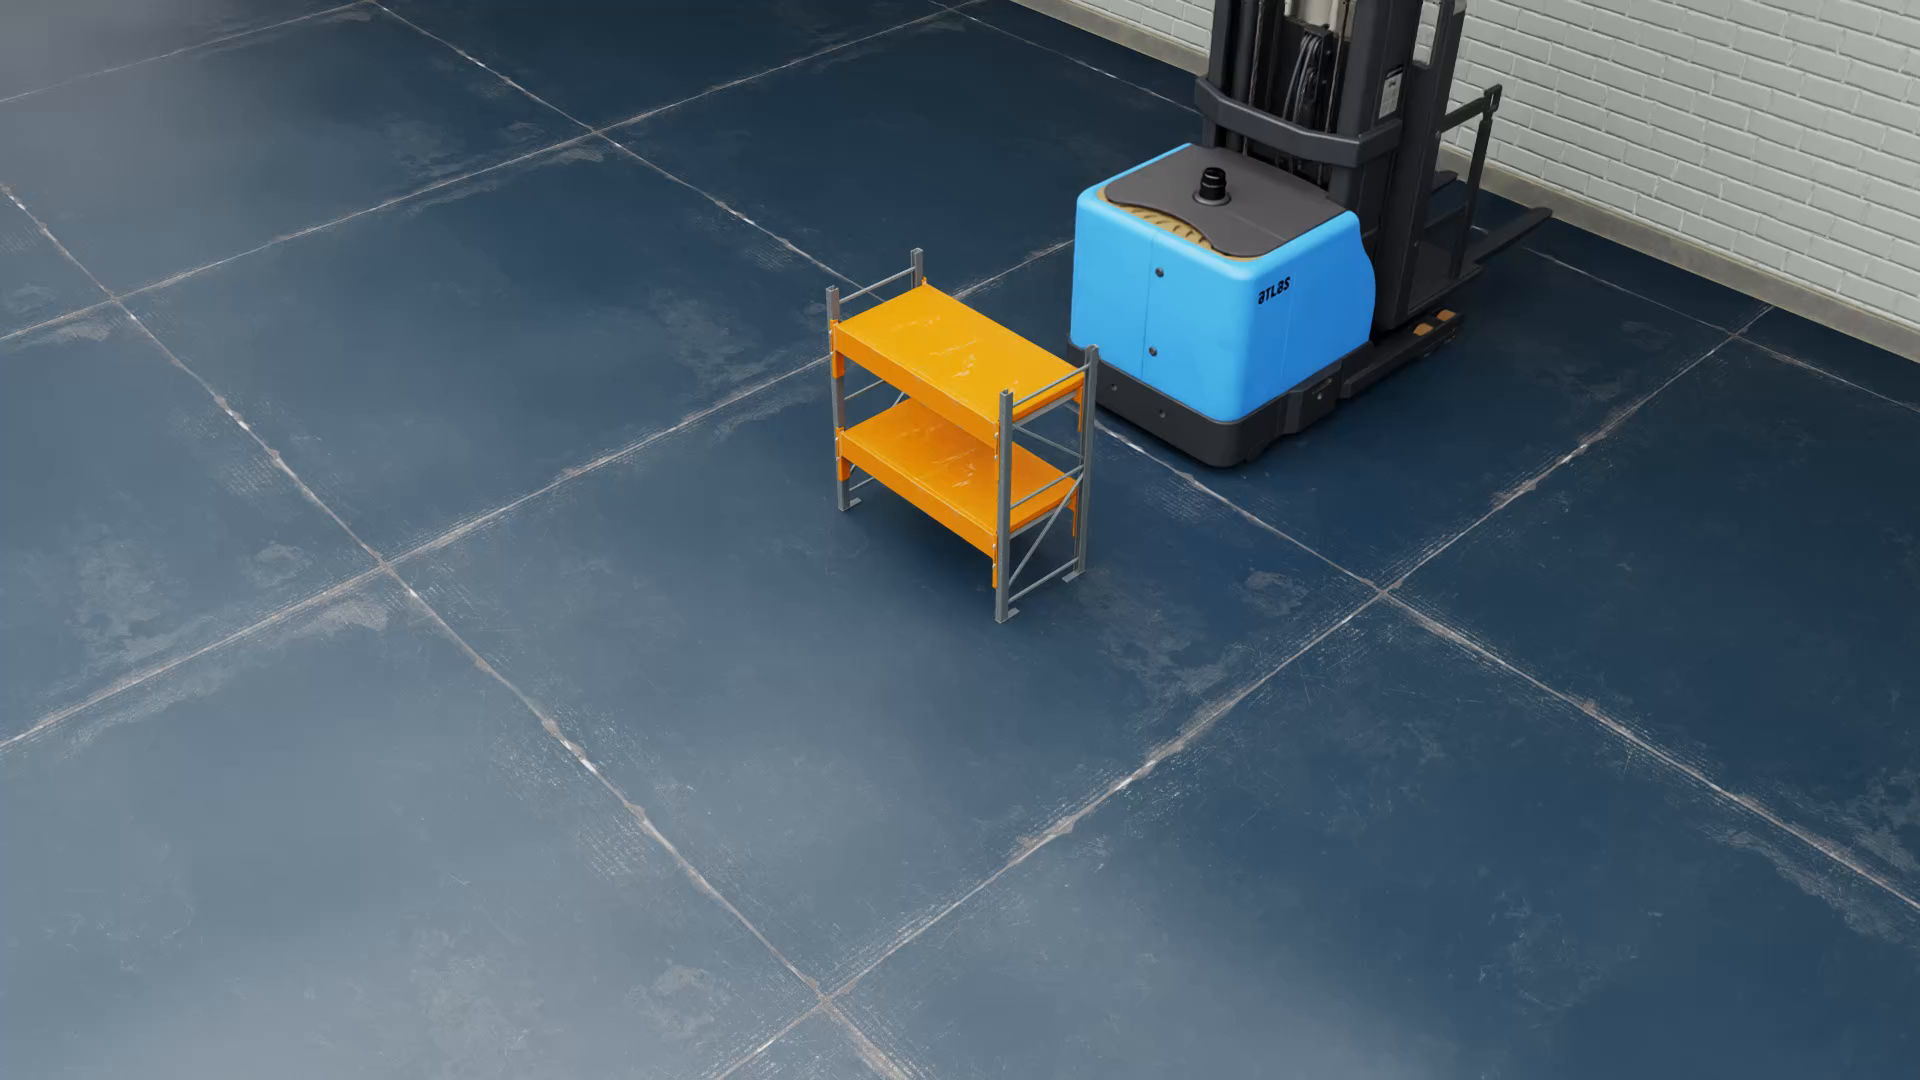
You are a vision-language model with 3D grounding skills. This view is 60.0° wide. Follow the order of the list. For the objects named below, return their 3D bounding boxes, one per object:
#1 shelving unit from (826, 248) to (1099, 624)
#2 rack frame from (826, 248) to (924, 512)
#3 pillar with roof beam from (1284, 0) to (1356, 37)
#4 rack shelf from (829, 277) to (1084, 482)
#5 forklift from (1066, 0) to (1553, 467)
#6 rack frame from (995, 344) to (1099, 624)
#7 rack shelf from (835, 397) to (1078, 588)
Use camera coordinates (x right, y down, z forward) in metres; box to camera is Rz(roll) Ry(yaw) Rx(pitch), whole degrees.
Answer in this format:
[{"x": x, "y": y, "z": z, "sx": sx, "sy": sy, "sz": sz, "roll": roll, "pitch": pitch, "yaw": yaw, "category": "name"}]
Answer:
[{"x": -0.005, "y": -0.441, "z": 6.900, "sx": 0.538, "sy": 1.125, "sz": 1.048, "roll": -30, "pitch": 48, "yaw": -32, "category": "shelving unit"}, {"x": -0.348, "y": -0.676, "z": 7.192, "sx": 0.500, "sy": 1.125, "sz": 0.032, "roll": -30, "pitch": 48, "yaw": -32, "category": "rack frame"}, {"x": -0.984, "y": -4.248, "z": 5.347, "sx": 9.100, "sy": 9.000, "sz": 0.400, "roll": -30, "pitch": 48, "yaw": -32, "category": "pillar with roof beam"}, {"x": -0.005, "y": -0.668, "z": 6.717, "sx": 0.538, "sy": 0.278, "sz": 1.000, "roll": -30, "pitch": 48, "yaw": -32, "category": "rack shelf"}, {"x": 1.930, "y": -2.279, "z": 7.739, "sx": 3.031, "sy": 2.935, "sz": 1.130, "roll": -31, "pitch": 48, "yaw": -32, "category": "forklift"}, {"x": 0.339, "y": -0.205, "z": 6.609, "sx": 0.500, "sy": 1.125, "sz": 0.032, "roll": -30, "pitch": 48, "yaw": -32, "category": "rack frame"}, {"x": -0.005, "y": -0.251, "z": 7.054, "sx": 0.538, "sy": 0.278, "sz": 1.000, "roll": -30, "pitch": 48, "yaw": -32, "category": "rack shelf"}]
